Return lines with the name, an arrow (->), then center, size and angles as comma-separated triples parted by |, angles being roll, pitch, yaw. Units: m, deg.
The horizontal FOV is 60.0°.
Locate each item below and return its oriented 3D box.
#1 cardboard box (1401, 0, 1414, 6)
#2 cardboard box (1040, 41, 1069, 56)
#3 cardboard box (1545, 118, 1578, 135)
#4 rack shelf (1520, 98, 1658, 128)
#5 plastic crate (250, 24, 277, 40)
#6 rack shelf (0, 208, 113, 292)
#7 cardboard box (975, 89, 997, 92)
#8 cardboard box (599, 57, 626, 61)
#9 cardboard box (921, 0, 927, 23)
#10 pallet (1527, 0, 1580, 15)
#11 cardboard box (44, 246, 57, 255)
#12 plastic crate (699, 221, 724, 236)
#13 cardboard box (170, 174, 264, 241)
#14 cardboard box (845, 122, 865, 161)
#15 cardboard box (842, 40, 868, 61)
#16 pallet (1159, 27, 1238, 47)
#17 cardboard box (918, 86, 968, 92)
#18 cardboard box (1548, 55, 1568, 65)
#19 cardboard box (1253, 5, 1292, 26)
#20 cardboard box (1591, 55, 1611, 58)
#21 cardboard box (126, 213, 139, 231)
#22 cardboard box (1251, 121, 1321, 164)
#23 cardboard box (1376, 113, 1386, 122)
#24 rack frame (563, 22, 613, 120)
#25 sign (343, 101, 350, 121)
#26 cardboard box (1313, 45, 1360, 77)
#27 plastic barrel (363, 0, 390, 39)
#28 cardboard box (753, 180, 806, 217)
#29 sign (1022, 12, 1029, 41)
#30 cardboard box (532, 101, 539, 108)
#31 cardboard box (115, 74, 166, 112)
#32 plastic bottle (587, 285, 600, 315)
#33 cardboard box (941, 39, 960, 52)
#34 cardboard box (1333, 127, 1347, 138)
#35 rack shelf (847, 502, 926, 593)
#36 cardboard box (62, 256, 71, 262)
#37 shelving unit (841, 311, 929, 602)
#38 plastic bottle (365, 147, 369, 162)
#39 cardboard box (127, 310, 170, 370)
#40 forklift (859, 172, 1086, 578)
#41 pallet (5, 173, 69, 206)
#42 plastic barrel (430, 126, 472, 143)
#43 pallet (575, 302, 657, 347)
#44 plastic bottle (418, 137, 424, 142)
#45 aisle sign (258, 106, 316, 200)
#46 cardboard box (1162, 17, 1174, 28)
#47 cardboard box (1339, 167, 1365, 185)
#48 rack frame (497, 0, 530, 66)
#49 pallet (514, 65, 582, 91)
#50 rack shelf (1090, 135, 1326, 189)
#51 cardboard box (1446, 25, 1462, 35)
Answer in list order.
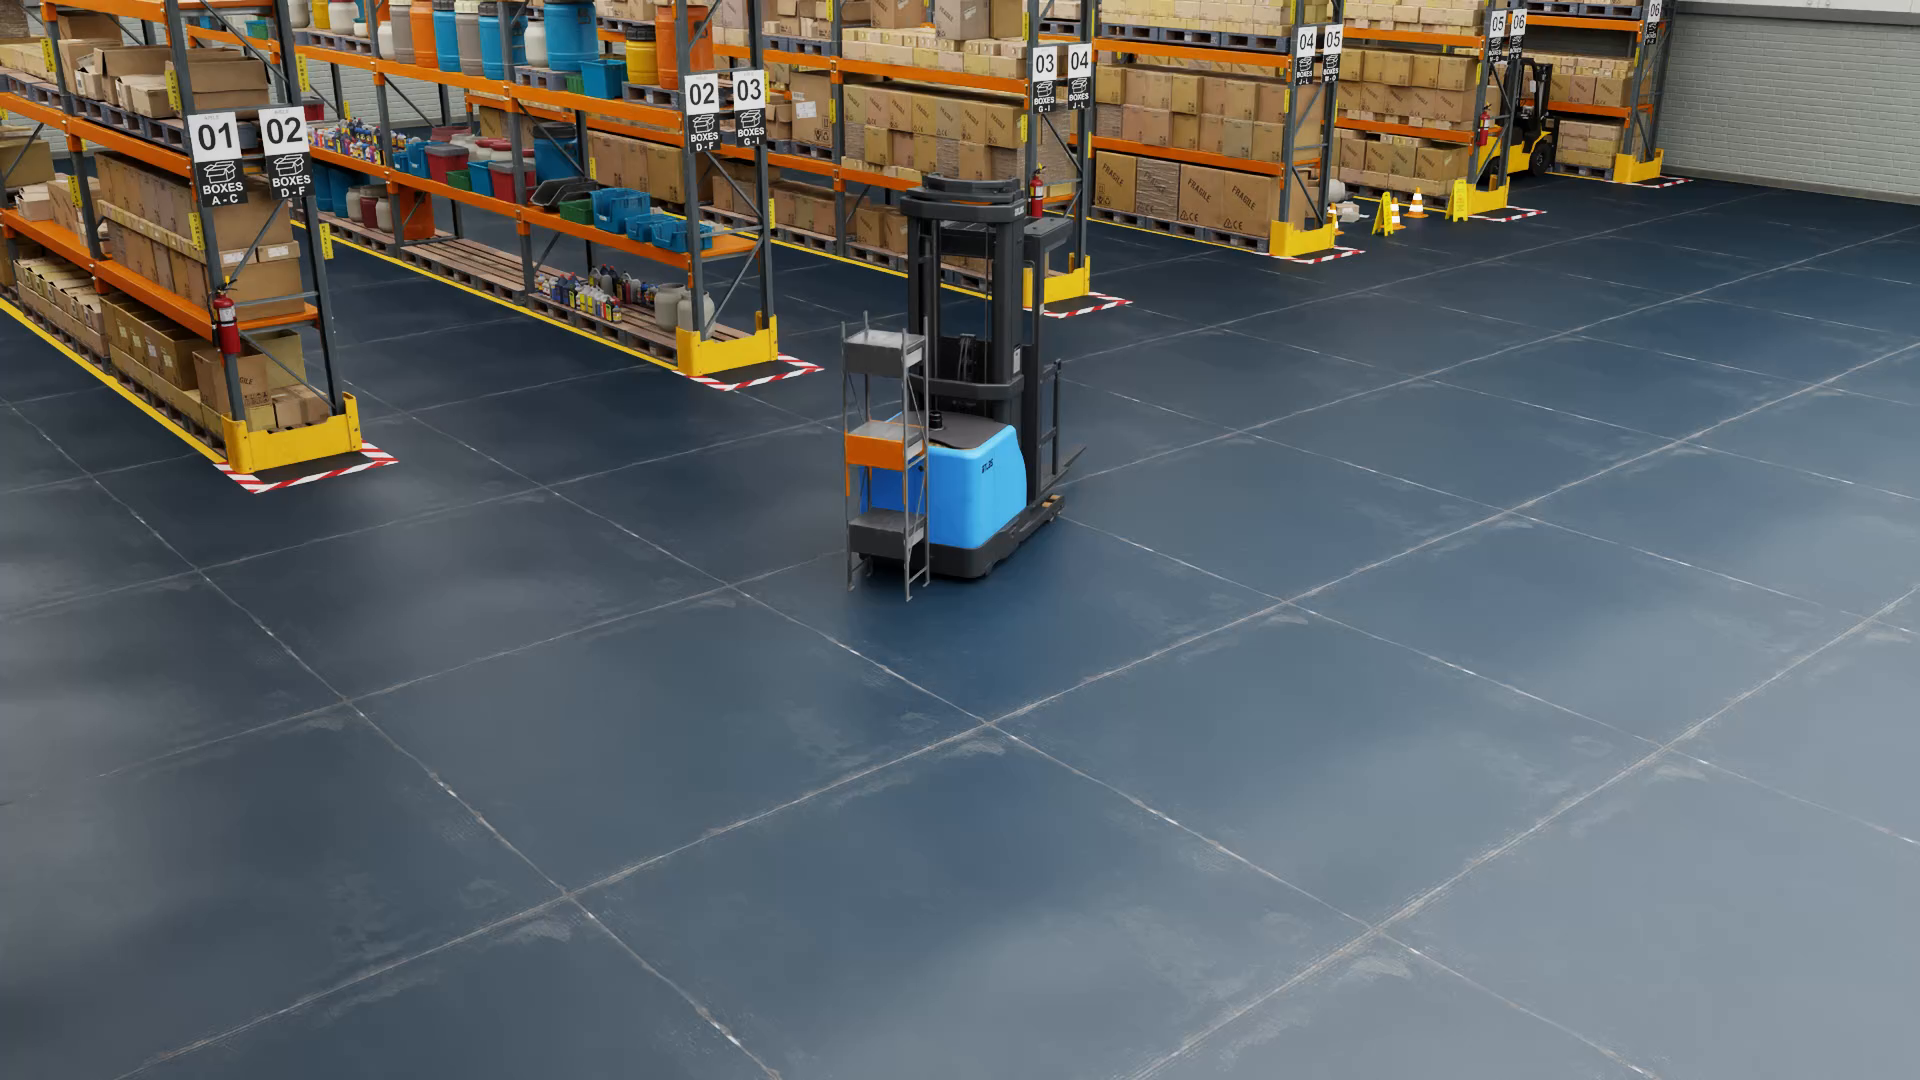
cardboard box -> 7.541, -8.953, 27.593 | 0.380, 0.149, 0.250 | -18, 28, -39
cardboard box -> 1.225, -6.186, 20.938 | 0.380, 0.149, 0.250 | -18, 27, -38
cardboard box -> 11.284, -7.795, 31.323 | 0.500, 0.250, 0.500 | -17, 27, -37
rack shelf -> 11.190, -8.302, 31.780 | 1.077, 0.370, 4.000 | -17, 27, -37
plastic crate -> -10.861, -8.022, 26.257 | 0.450, 0.188, 0.662 | -17, 27, -37
rack shelf -> -10.194, -3.508, 19.541 | 1.077, 0.370, 4.000 | -17, 27, -37
cardboard box -> 0.583, -7.485, 28.570 | 0.500, 0.500, 0.500 | -17, 27, -37
cardboard box -> -5.741, -8.005, 28.523 | 0.797, 0.503, 0.637 | -17, 27, -37
cardboard box -> -0.734, -9.446, 29.465 | 0.500, 0.500, 0.500 | -17, 27, -37
pallet -> 11.253, -9.979, 31.083 | 1.003, 0.211, 1.213 | -17, 27, -37
cardboard box -> -11.580, -3.631, 21.691 | 0.500, 0.500, 0.500 | -16, 27, -35
plastic crate -> -2.863, -3.565, 19.060 | 0.298, 0.136, 0.250 | -17, 27, -37
cardboard box -> -6.954, -3.127, 15.665 | 0.700, 0.500, 0.500 | -18, 28, -39
cardboard box -> -1.134, -5.694, 23.590 | 0.875, 0.500, 0.500 | -17, 27, -37
cardboard box -> -1.282, -6.790, 23.024 | 0.500, 0.250, 0.500 | -19, 28, -39
pallet -> 3.761, -7.591, 24.986 | 1.003, 0.211, 1.213 | -17, 27, -37
cardboard box -> -0.226, -5.964, 22.907 | 0.500, 0.500, 0.500 | -17, 27, -37
cardboard box -> 11.193, -8.949, 31.012 | 0.380, 0.149, 0.250 | -17, 27, -36
cardboard box -> 4.522, -7.472, 23.646 | 0.500, 0.250, 0.500 | -17, 27, -37
cardboard box -> 11.959, -8.937, 30.981 | 0.380, 0.149, 0.250 | -17, 27, -37
cardboard box -> -8.192, -3.237, 16.835 | 0.380, 0.149, 0.250 | -19, 28, -39
cardboard box -> 4.777, -5.857, 24.346 | 0.875, 0.550, 0.550 | -17, 27, -37
cardboard box -> 7.348, -7.264, 28.489 | 0.380, 0.149, 0.250 | -17, 27, -37
rack frame -> -6.603, -7.858, 29.660 | 1.000, 3.000, 0.127 | -17, 27, -37
sign -> -9.938, -6.939, 26.933 | 0.100, 0.325, 0.005 | -17, 27, -37
cardboard box -> 6.566, -8.338, 28.970 | 0.700, 0.500, 0.500 | -17, 27, -37
plastic barrel -> -8.113, -7.524, 23.529 | 0.600, 0.830, 0.708 | -17, 27, -37
cardboard box -> -2.793, -5.309, 25.975 | 0.700, 0.500, 0.500 | -15, 26, -33
sign -> 0.796, -6.225, 20.164 | 0.100, 0.325, 0.005 | -17, 27, -37
cardboard box -> -7.554, -7.961, 30.266 | 0.380, 0.149, 0.250 | -17, 27, -36
cardboard box -> -7.592, -4.211, 15.589 | 0.500, 0.311, 0.500 | -14, 25, -31
plastic bottle -> -4.399, -2.898, 20.024 | 0.144, 0.351, 0.185 | -16, 27, -35
cardboard box -> -0.032, -6.419, 21.532 | 0.380, 0.149, 0.250 | -19, 28, -40
cardboard box -> 6.680, -7.156, 29.144 | 0.380, 0.149, 0.250 | -16, 27, -35
rack shelf -> -0.547, 0.051, 12.658 | 0.480, 0.518, 0.431 | 9, 23, 22
cardboard box -> -10.971, -3.486, 20.923 | 0.500, 0.311, 0.500 | -17, 27, -36
shelving unit -> -0.547, -0.614, 12.397 | 0.503, 2.100, 0.431 | 9, 23, 22
plastic bottle -> -8.607, -5.619, 24.215 | 0.097, 0.201, 0.097 | 0, 21, 0
cardboard box -> -8.170, -2.076, 17.064 | 0.500, 0.500, 0.500 | -17, 27, -37
forklift -> 0.251, -1.576, 13.714 | 1.130, 2.935, 3.031 | 9, 23, 22
pallet -> -11.995, -4.477, 21.291 | 1.213, 0.211, 1.003 | -17, 27, -37
plastic barrel -> -7.212, -5.581, 23.660 | 0.600, 0.536, 0.708 | -17, 27, -37
pallet -> -3.926, -2.638, 20.155 | 1.003, 0.211, 1.213 | -17, 27, -37
plastic bottle -> -7.962, -5.818, 24.611 | 0.061, 0.283, 0.133 | -17, 27, -37
aisle sign -> -6.003, -3.451, 14.843 | 0.394, 0.787, 0.004 | -17, 27, -37
cardboard box -> 3.255, -7.790, 25.004 | 0.380, 0.149, 0.250 | -17, 27, -37
cardboard box -> 7.012, -6.404, 29.143 | 0.500, 0.250, 0.500 | -18, 28, -38
rack frame -> -5.133, -7.262, 19.913 | 1.000, 3.000, 0.127 | -17, 27, -37
pallet -> -4.588, -5.602, 20.045 | 1.213, 0.211, 1.003 | -17, 27, -37
rack shelf -> 3.748, -5.913, 25.681 | 1.077, 0.370, 4.000 | -17, 27, -37
cardboard box -> 8.105, -8.275, 26.955 | 0.380, 0.149, 0.250 | -17, 27, -37
